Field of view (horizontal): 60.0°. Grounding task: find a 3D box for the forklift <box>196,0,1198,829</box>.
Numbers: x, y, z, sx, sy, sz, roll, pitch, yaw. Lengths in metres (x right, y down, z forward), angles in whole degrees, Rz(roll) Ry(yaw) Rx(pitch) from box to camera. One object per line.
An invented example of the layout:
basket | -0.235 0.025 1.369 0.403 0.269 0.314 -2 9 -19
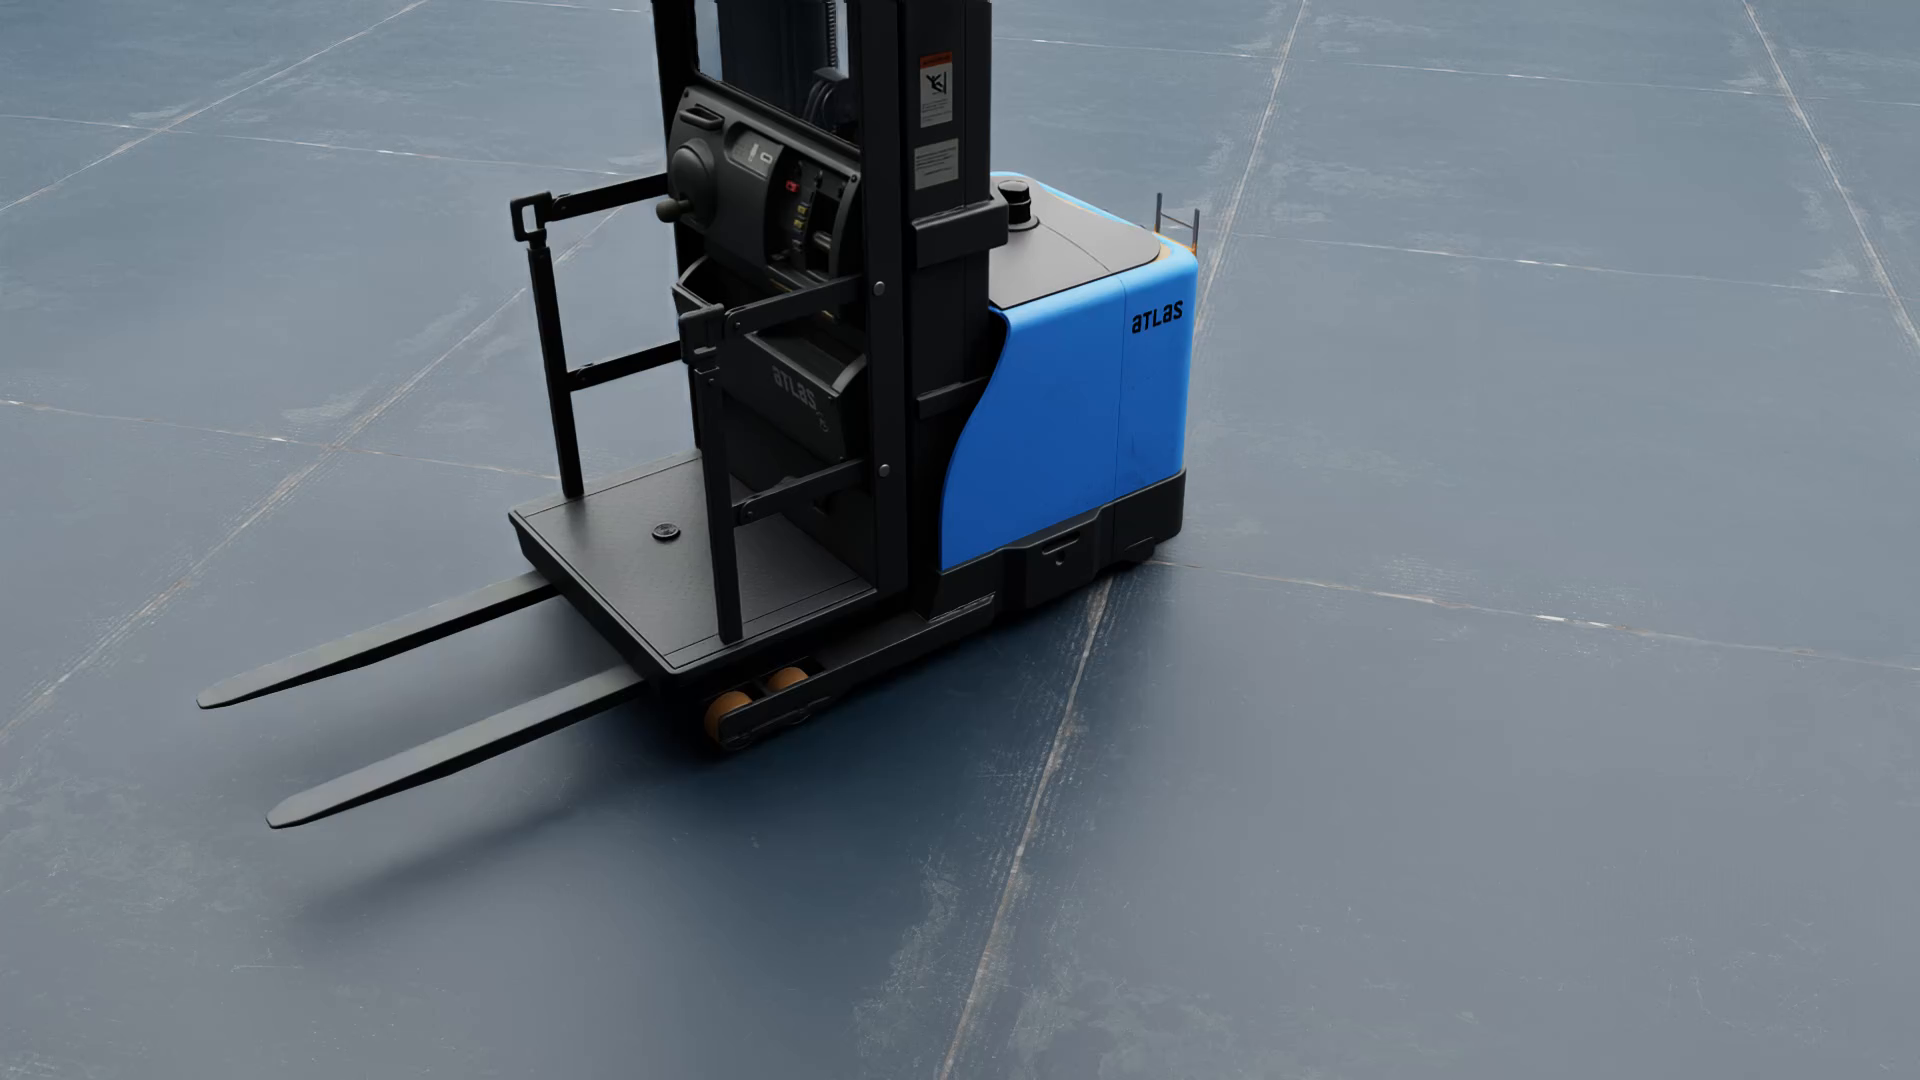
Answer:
forklift | -0.725 -0.953 4.517 3.031 2.935 1.130 -22 39 -30

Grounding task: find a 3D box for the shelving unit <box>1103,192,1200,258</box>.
shelving unit | 0.636 -0.657 5.804 0.252 1.050 0.215 -22 39 -30

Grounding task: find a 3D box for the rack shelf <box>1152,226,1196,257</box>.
rack shelf | 0.636 -0.887 5.658 0.240 0.259 0.215 -22 39 -30

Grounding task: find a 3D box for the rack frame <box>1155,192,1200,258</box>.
rack frame | 0.733 -0.696 5.866 0.008 1.050 0.200 -22 39 -30

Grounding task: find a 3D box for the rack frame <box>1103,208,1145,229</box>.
rack frame | 0.539 -0.617 5.742 0.008 1.050 0.200 -22 39 -30
